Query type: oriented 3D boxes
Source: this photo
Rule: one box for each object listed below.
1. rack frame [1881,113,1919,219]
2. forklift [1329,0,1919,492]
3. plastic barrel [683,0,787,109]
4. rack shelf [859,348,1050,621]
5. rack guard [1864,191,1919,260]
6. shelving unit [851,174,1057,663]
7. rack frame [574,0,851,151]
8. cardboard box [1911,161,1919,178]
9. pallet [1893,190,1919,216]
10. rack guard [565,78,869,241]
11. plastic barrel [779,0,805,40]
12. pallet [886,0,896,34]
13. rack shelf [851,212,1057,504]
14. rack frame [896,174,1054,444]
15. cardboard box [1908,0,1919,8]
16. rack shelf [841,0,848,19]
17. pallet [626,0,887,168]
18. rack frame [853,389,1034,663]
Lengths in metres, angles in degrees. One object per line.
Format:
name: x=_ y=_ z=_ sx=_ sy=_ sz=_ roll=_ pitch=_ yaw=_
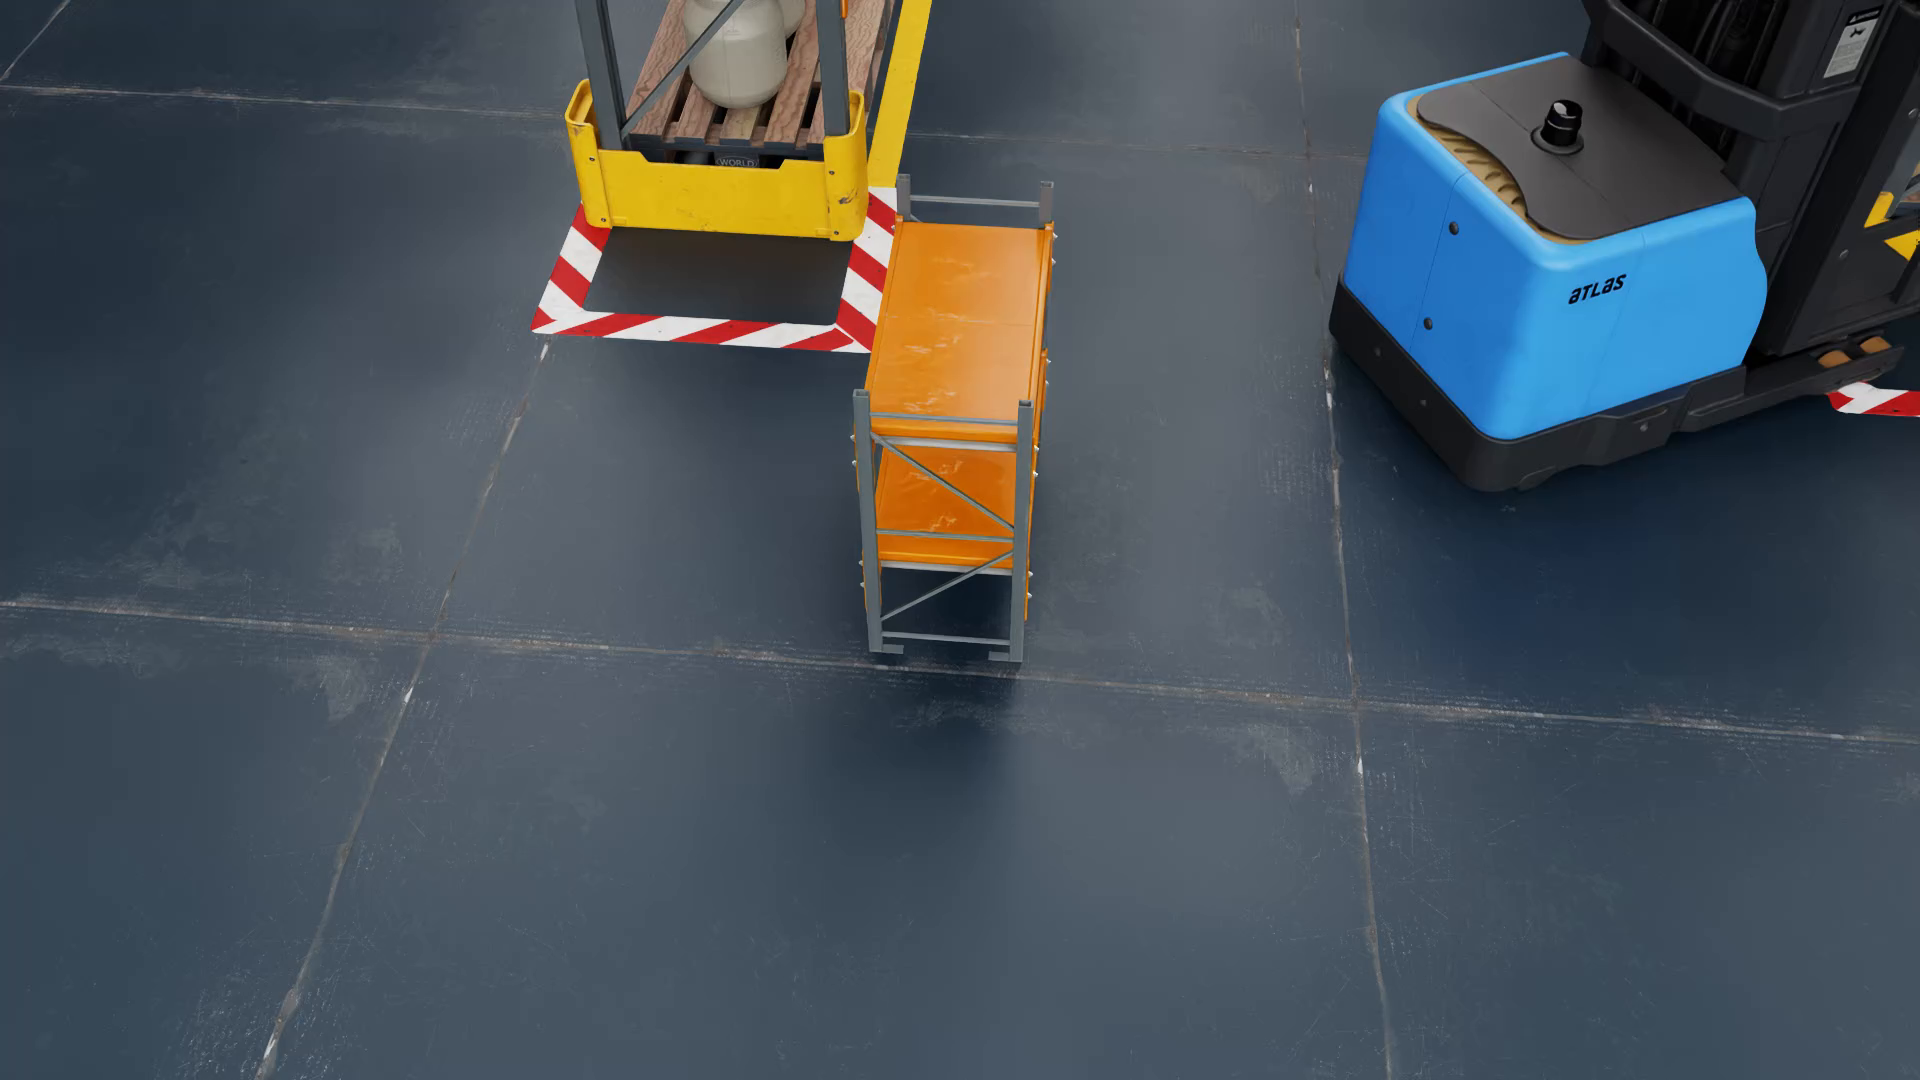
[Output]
rack frame: x=3.992 y=-2.019 z=5.564 sx=1.000 sy=3.000 sz=0.127 roll=4 pitch=48 yaw=4
forklift: x=2.983 y=-1.878 z=5.481 sx=3.031 sy=2.935 sz=1.130 roll=-18 pitch=50 yaw=-15
plastic barrel: x=-0.956 y=-2.143 z=7.078 sx=0.421 sy=0.512 sz=0.421 roll=0 pitch=48 yaw=0
rack shelf: x=0.001 y=-0.220 z=5.520 sx=0.538 sy=0.278 sz=1.000 roll=4 pitch=48 yaw=4
rack guard: x=3.999 y=-1.231 z=6.537 sx=1.175 sy=0.500 sz=0.348 roll=4 pitch=48 yaw=4
shelving unit: x=0.001 y=-0.385 z=5.339 sx=0.538 sy=1.125 sz=1.048 roll=4 pitch=48 yaw=4
rack frame: x=-0.940 y=-2.352 z=5.868 sx=1.000 sy=3.000 sz=0.127 roll=4 pitch=48 yaw=4
cardboard box: x=4.066 y=-1.775 z=6.750 sx=0.500 sy=0.500 sz=0.500 roll=12 pitch=49 yaw=11
pallet: x=4.108 y=-1.728 z=7.187 sx=1.003 sy=0.211 sz=1.213 roll=4 pitch=48 yaw=4
rack guard: x=-0.980 y=-1.567 z=6.845 sx=1.175 sy=0.500 sz=0.348 roll=4 pitch=48 yaw=4
plastic barrel: x=-0.911 y=-2.511 z=7.415 sx=0.421 sy=0.512 sz=0.421 roll=0 pitch=48 yaw=0
pallet: x=-0.787 y=-2.960 z=8.315 sx=1.003 sy=0.211 sz=1.213 roll=4 pitch=48 yaw=4
rack shelf: x=0.001 y=-0.582 z=5.123 sx=0.538 sy=0.278 sz=1.000 roll=4 pitch=48 yaw=4
rack frame: x=0.047 y=-0.758 z=5.681 sx=0.500 sy=1.125 sz=0.032 roll=4 pitch=48 yaw=4
cardboard box: x=4.086 y=-2.216 z=7.154 sx=0.500 sy=0.500 sz=0.500 roll=15 pitch=49 yaw=14
rack shelf: x=-0.758 y=-3.579 z=7.478 sx=1.077 sy=0.370 sz=4.000 roll=4 pitch=48 yaw=4
pallet: x=-0.901 y=-2.066 z=7.497 sx=1.003 sy=0.211 sz=1.213 roll=4 pitch=48 yaw=4
rack frame: x=-0.046 y=-0.011 z=4.998 sx=0.500 sy=1.125 sz=0.032 roll=4 pitch=48 yaw=4
